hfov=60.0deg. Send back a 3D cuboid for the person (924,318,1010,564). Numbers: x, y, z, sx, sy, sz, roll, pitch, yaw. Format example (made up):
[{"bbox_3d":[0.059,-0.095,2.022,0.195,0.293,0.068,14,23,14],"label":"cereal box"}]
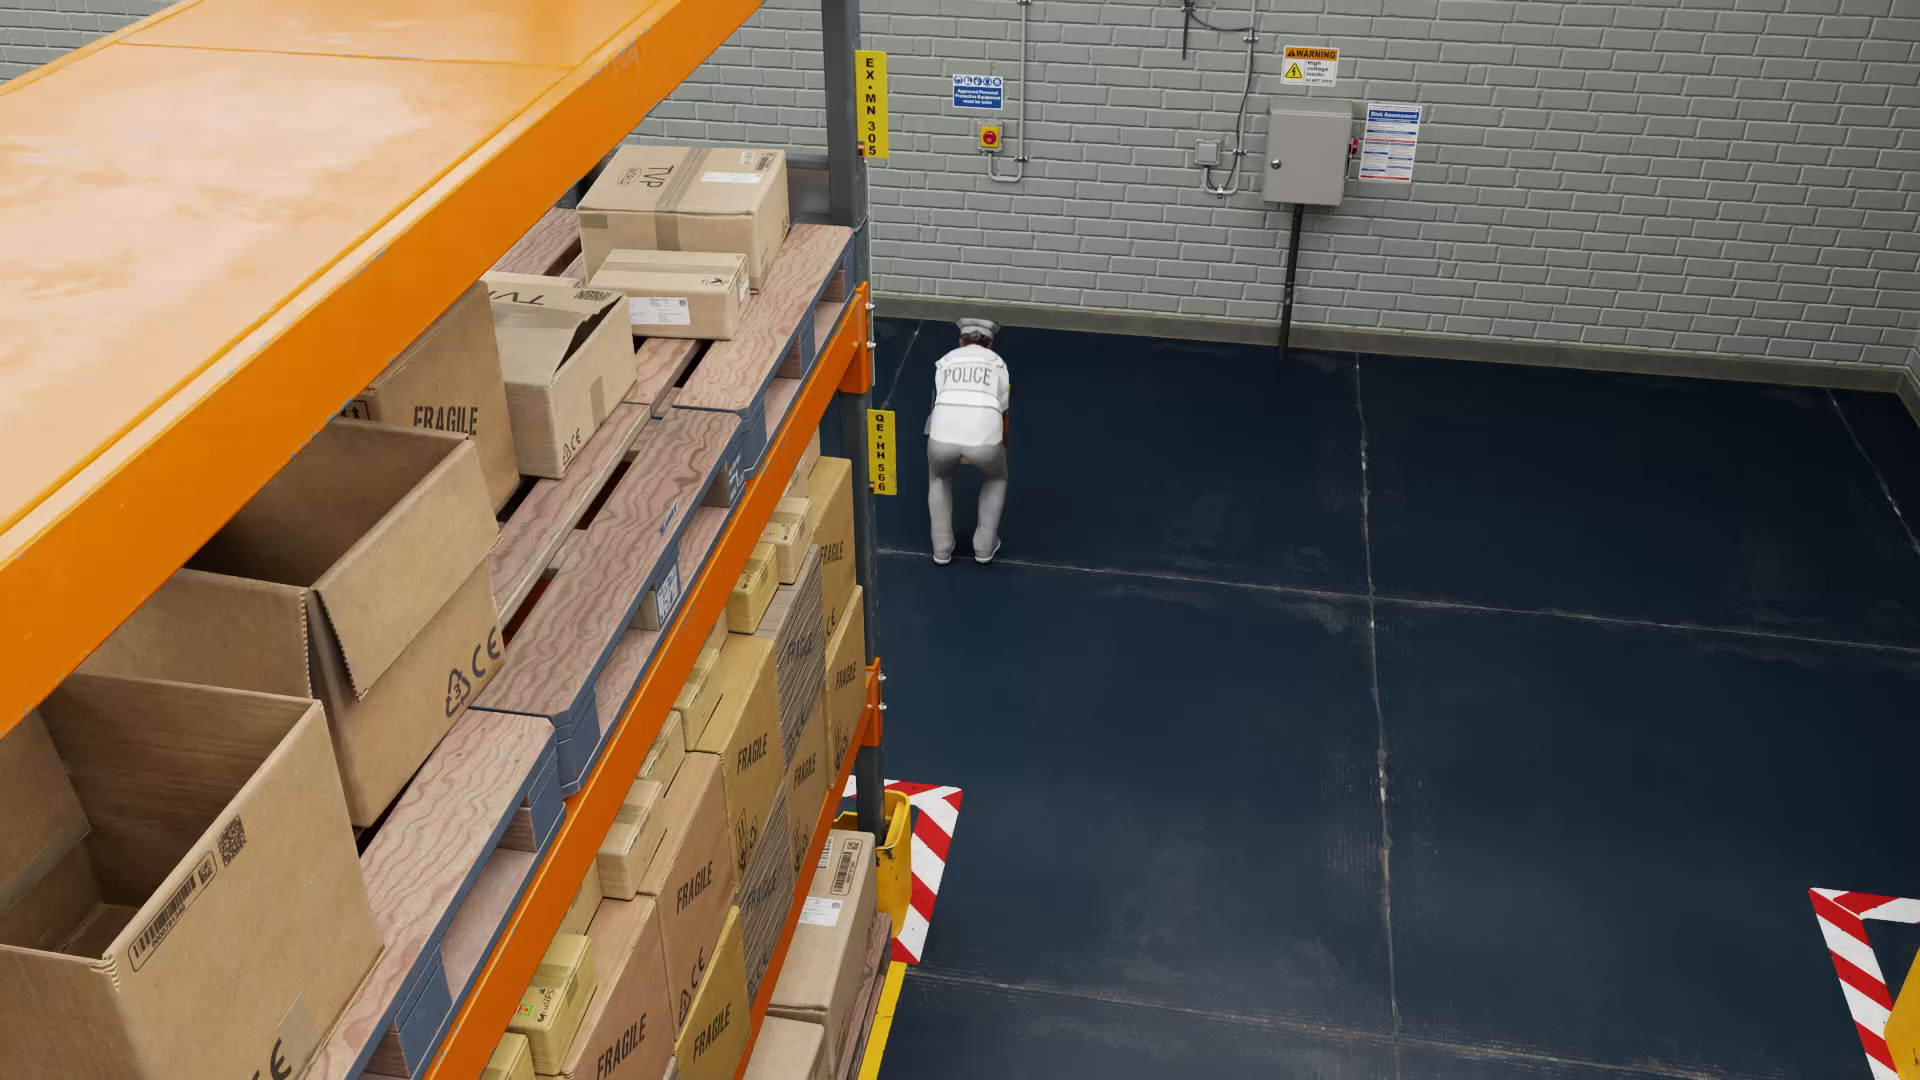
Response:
[{"bbox_3d":[0.057,-0.529,9.007,0.430,1.200,0.915,4,33,6],"label":"person"}]
